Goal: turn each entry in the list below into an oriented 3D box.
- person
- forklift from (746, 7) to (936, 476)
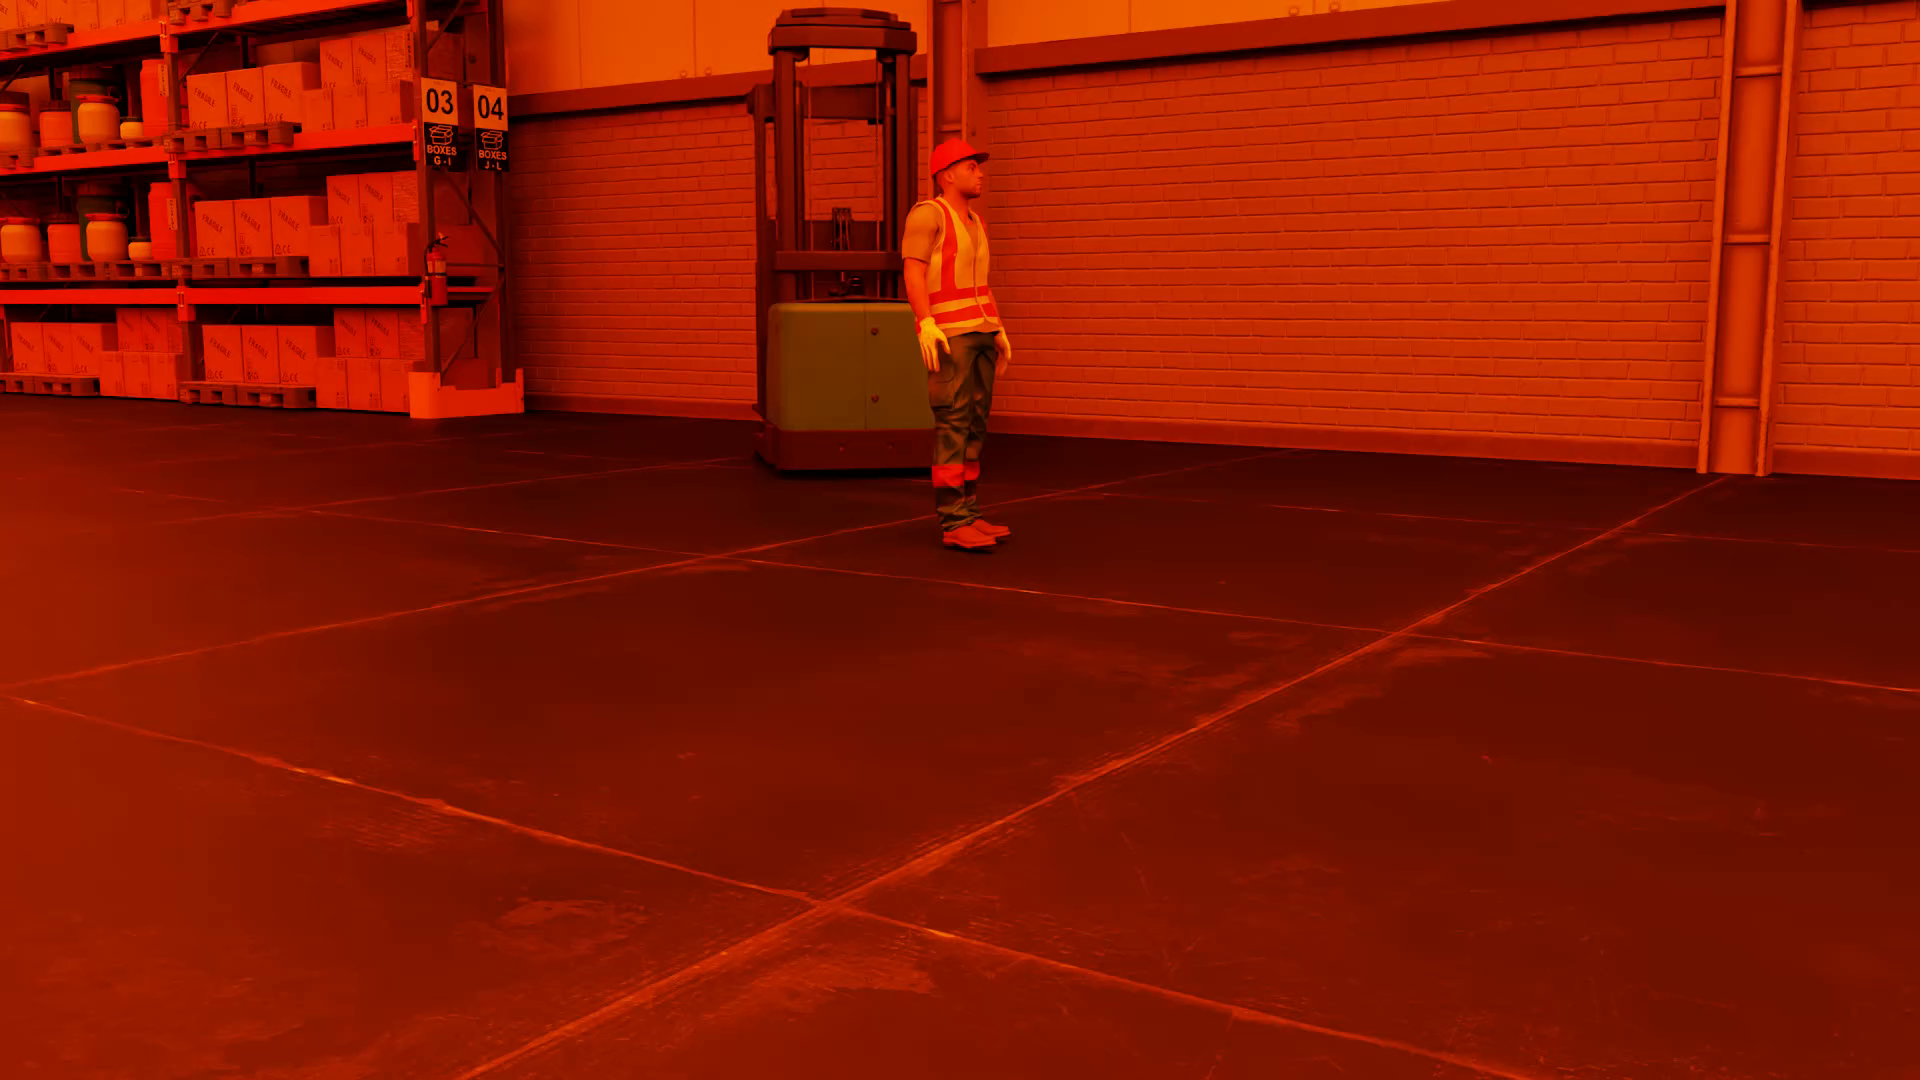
[{"bbox_3d":[0.060,-0.885,7.422,0.562,1.790,0.637,5,10,34],"label":"person"},{"bbox_3d":[-0.871,-2.023,11.419,1.130,2.935,3.031,-2,8,-11],"label":"forklift"}]
